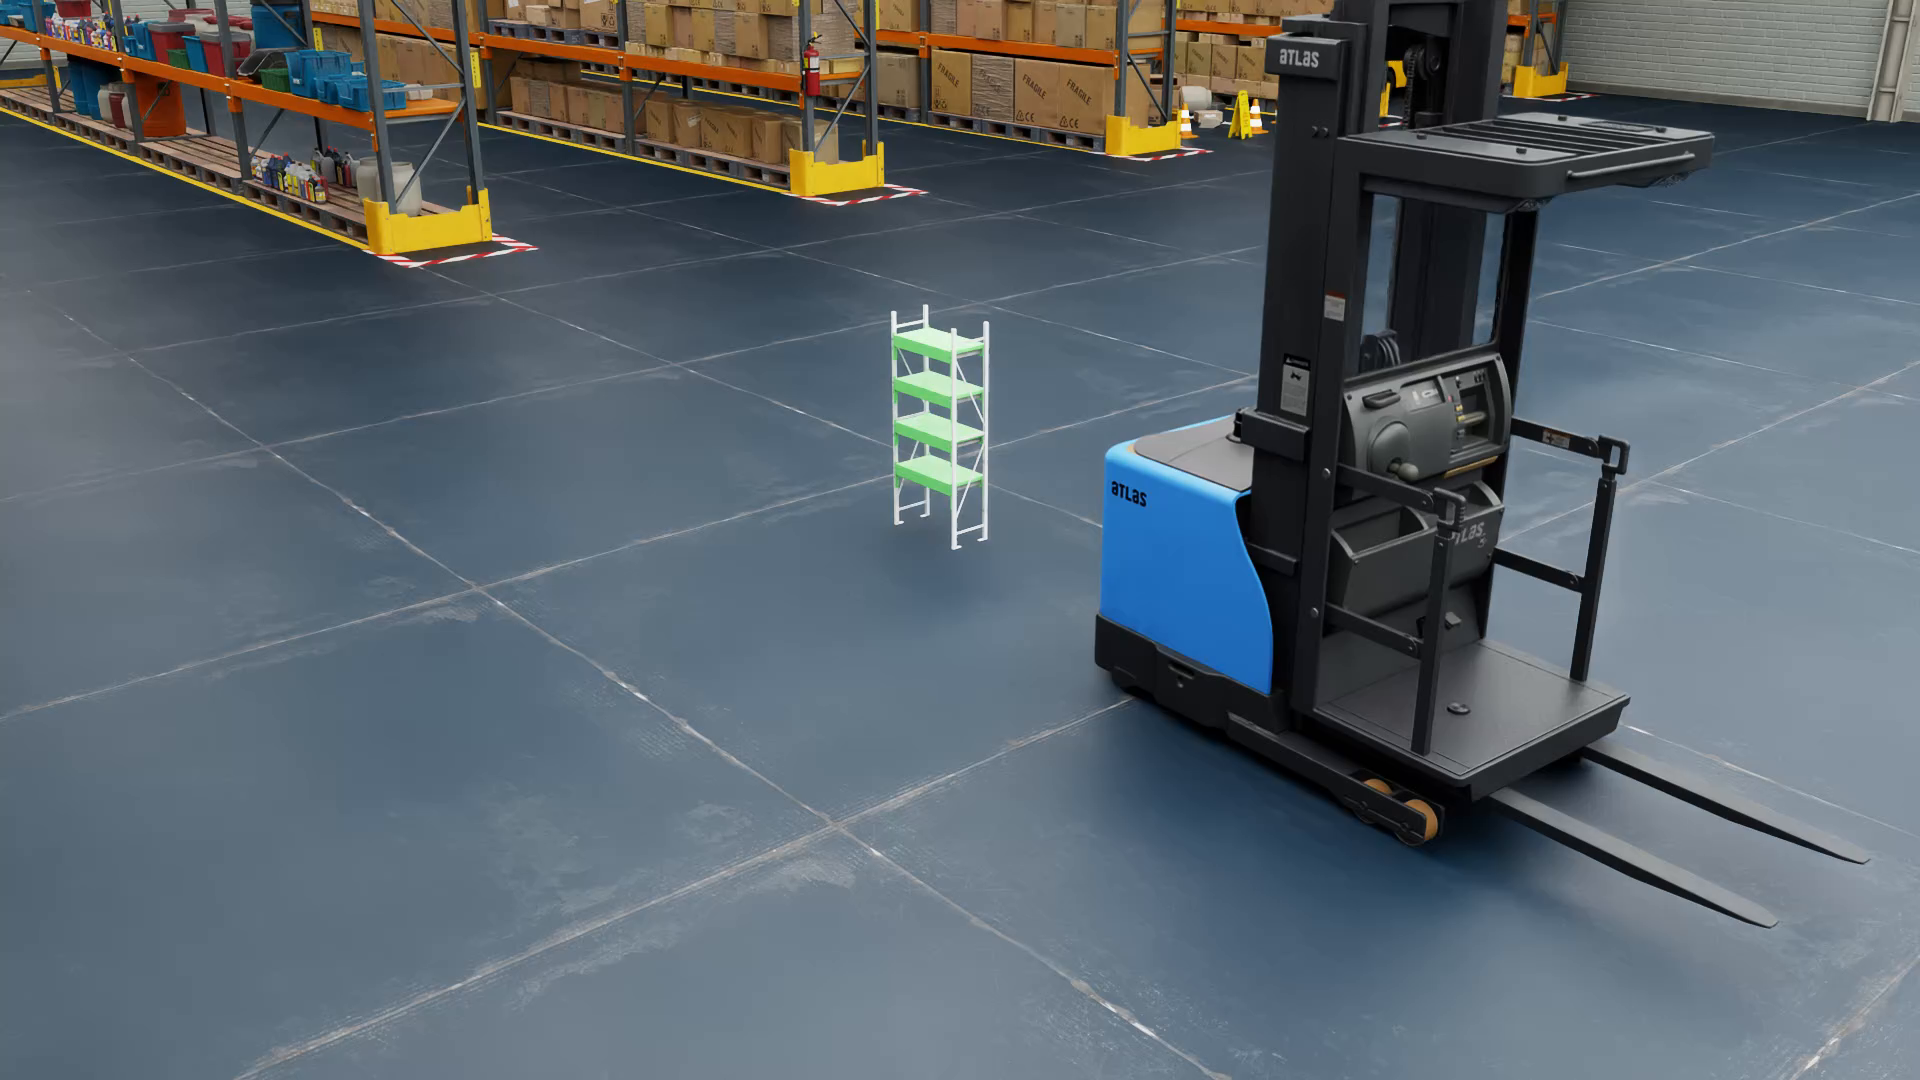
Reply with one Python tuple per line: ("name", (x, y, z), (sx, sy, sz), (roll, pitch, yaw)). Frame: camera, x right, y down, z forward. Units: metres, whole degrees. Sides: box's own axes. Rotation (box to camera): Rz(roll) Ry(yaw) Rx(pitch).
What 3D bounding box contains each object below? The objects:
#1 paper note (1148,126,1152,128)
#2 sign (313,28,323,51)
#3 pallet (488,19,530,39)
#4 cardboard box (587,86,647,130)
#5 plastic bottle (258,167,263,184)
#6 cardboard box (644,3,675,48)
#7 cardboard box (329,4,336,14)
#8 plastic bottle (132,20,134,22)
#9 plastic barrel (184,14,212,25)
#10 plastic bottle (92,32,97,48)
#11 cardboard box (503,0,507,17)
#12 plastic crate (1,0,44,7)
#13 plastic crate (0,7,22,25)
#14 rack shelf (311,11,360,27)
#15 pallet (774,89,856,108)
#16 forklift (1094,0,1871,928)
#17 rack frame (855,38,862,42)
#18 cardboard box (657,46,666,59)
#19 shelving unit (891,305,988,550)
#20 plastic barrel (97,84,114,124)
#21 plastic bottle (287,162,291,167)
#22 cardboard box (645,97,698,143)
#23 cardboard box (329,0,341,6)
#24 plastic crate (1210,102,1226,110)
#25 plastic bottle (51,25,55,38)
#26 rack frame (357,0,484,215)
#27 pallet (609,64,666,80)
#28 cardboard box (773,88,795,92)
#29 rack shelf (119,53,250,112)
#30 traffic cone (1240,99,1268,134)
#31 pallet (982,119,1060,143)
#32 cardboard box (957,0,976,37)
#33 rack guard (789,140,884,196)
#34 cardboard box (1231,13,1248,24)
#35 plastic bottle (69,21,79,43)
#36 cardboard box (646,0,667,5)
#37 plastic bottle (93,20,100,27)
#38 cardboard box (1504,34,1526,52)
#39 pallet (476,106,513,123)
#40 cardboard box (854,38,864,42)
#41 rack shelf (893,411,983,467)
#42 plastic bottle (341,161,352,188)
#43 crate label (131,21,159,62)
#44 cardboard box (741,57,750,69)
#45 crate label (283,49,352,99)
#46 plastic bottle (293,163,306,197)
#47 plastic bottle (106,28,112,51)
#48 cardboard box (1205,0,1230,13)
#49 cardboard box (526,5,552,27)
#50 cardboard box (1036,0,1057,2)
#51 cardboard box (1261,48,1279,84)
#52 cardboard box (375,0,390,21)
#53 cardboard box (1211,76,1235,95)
("paper note", (2.735, -6.076, 24.457), (0.144, 0.017, 0.142), (-8, 23, -19))
("sign", (-7.317, -5.663, 18.951), (0.100, 0.325, 0.005), (-17, 27, -37))
("pallet", (-6.054, -7.430, 24.104), (1.213, 0.211, 1.003), (-17, 27, -37))
("cardboard box", (-4.670, -5.938, 22.855), (0.700, 0.500, 0.500), (-18, 27, -38))
("plastic bottle", (-7.732, -4.060, 18.470), (0.097, 0.201, 0.097), (0, 21, 0))
("cardboard box", (-3.442, -6.485, 20.884), (0.875, 0.500, 0.500), (-17, 27, -37))
("cardboard box", (-10.497, -9.040, 28.296), (0.380, 0.149, 0.250), (-18, 28, -38))
("plastic bottle", (-11.517, -7.107, 23.192), (0.097, 0.271, 0.097), (0, 21, 0))
("plastic barrel", (-9.519, -6.330, 20.880), (0.421, 0.512, 0.421), (0, 21, 0))
("plastic bottle", (-11.533, -6.691, 22.226), (0.097, 0.201, 0.097), (0, 21, 0))
("cardboard box", (-6.711, -7.936, 24.997), (0.500, 0.500, 0.500), (-16, 27, -36))
("plastic crate", (-15.214, -8.718, 27.000), (0.616, 0.435, 0.499), (-17, 27, -37))
("plastic crate", (-14.607, -8.079, 25.644), (0.416, 0.233, 0.300), (-17, 27, -37))
("rack shelf", (-10.516, -9.014, 28.870), (1.077, 0.370, 4.000), (-17, 27, -37))
("pallet", (-2.319, -7.309, 27.357), (1.003, 0.211, 1.213), (-17, 27, -37))
("forklift", (1.897, -0.445, 6.101), (1.130, 2.935, 3.031), (-16, 26, -35))
("rack frame", (-1.703, -11.155, 33.352), (1.000, 3.000, 0.127), (-17, 27, -37))
("cardboard box", (-3.569, -6.136, 20.882), (0.380, 0.149, 0.250), (-17, 27, -37))
("shelving unit", (-0.108, -0.604, 8.882), (0.258, 1.200, 0.503), (-17, 27, -37))
("plastic barrel", (-11.858, -6.127, 23.349), (0.421, 0.512, 0.421), (0, 21, 0))
("plastic bottle", (-7.342, -4.008, 18.242), (0.097, 0.271, 0.097), (0, 21, 0))
("cardboard box", (-3.758, -5.497, 21.758), (0.500, 0.500, 0.500), (-18, 28, -39))
("cardboard box", (-10.371, -9.207, 28.177), (0.500, 0.250, 0.500), (-17, 27, -36))
("plastic crate", (3.922, -6.956, 26.635), (0.583, 0.080, 0.402), (12, 24, 27))
("plastic bottle", (-12.871, -7.257, 23.672), (0.097, 0.201, 0.097), (0, 21, 0))
("rack frame", (-5.130, -4.301, 15.853), (1.000, 3.000, 0.127), (-17, 27, -37))
("pallet", (-5.853, -8.827, 31.233), (1.003, 0.211, 1.213), (-17, 27, -37))
("cardboard box", (-2.447, -7.802, 27.300), (1.050, 0.750, 0.750), (-18, 28, -38))
("rack shelf", (-9.047, -5.624, 20.217), (1.077, 0.370, 4.000), (-17, 27, -37))
("traffic cone", (4.253, -6.112, 23.954), (0.336, 0.463, 0.334), (-17, 27, -37))
("pallet", (1.072, -5.874, 23.692), (1.003, 0.211, 1.213), (-17, 27, -37))
("cardboard box", (0.461, -7.563, 23.974), (0.875, 0.550, 0.550), (-17, 27, -37))
("rack guard", (-1.428, -4.338, 19.373), (1.175, 0.500, 0.348), (-17, 27, -37))
("cardboard box", (4.495, -8.246, 26.268), (0.380, 0.149, 0.250), (-18, 27, -38))
("plastic bottle", (-12.194, -7.021, 22.966), (0.152, 0.276, 0.135), (-17, 27, -37))
("cardboard box", (-3.560, -6.914, 20.607), (0.500, 0.500, 0.500), (-17, 27, -37))
("plastic bottle", (-12.543, -7.458, 24.184), (0.097, 0.201, 0.097), (0, 21, 0))
("cardboard box", (9.351, -8.456, 28.284), (0.500, 0.250, 0.500), (-16, 27, -36))
("pallet", (-7.057, -6.628, 25.617), (1.003, 0.211, 1.213), (-17, 27, -37))
("cardboard box", (-2.032, -10.357, 34.250), (0.875, 0.438, 0.875), (-18, 28, -38))
("rack shelf", (-0.108, -0.545, 8.905), (0.258, 0.148, 0.480), (-17, 27, -37))
("plastic bottle", (-6.744, -4.024, 18.266), (0.061, 0.283, 0.133), (-17, 27, -37))
("crate label", (-9.909, -6.189, 20.625), (0.502, 0.435, 0.616), (-17, 27, -37))
("cardboard box", (-2.369, -5.671, 19.694), (0.380, 0.149, 0.250), (-17, 27, -37))
("crate label", (-6.536, -4.762, 16.981), (0.502, 0.435, 0.616), (-17, 27, -37))
("plastic bottle", (-7.007, -3.835, 17.692), (0.144, 0.351, 0.185), (-16, 27, -35))
("plastic bottle", (-11.090, -6.531, 21.707), (0.061, 0.283, 0.133), (-17, 27, -37))
("cardboard box", (4.258, -8.667, 26.454), (0.500, 0.500, 0.500), (-18, 28, -38))
("cardboard box", (-5.680, -7.299, 23.136), (0.500, 0.250, 0.500), (-18, 28, -39))
("cardboard box", (1.541, -7.635, 22.678), (0.875, 0.550, 0.550), (-17, 27, -37))
("cardboard box", (5.066, -7.407, 25.948), (0.500, 0.500, 0.500), (-16, 27, -36))
("cardboard box", (-9.100, -8.656, 26.834), (0.500, 0.500, 0.500), (-17, 27, -37))
("cardboard box", (4.405, -7.342, 26.811), (0.500, 0.250, 0.500), (-18, 28, -38))
